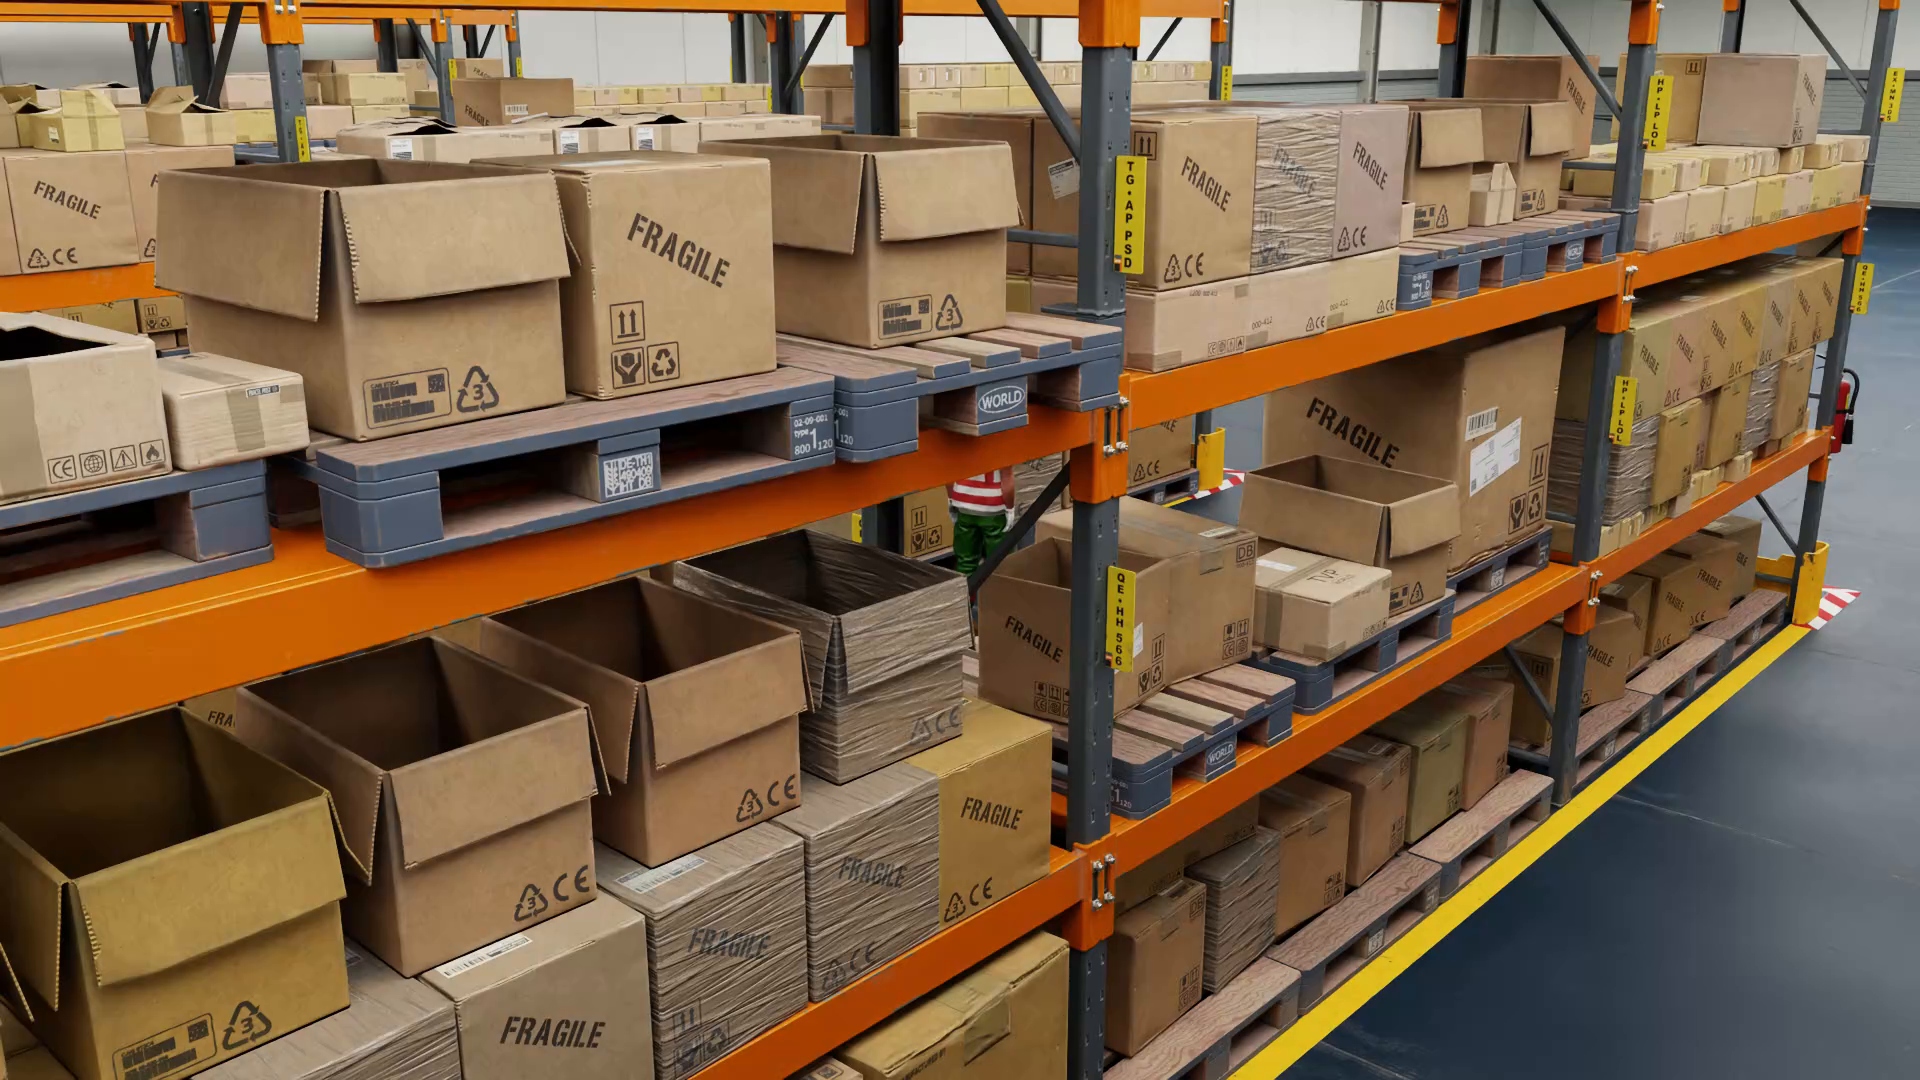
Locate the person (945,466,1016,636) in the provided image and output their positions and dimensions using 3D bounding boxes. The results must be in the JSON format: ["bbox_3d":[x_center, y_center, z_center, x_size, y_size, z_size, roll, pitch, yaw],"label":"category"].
[{"bbox_3d":[0.136,-0.200,10.665,0.524,1.785,0.335,10,19,30],"label":"person"}]
